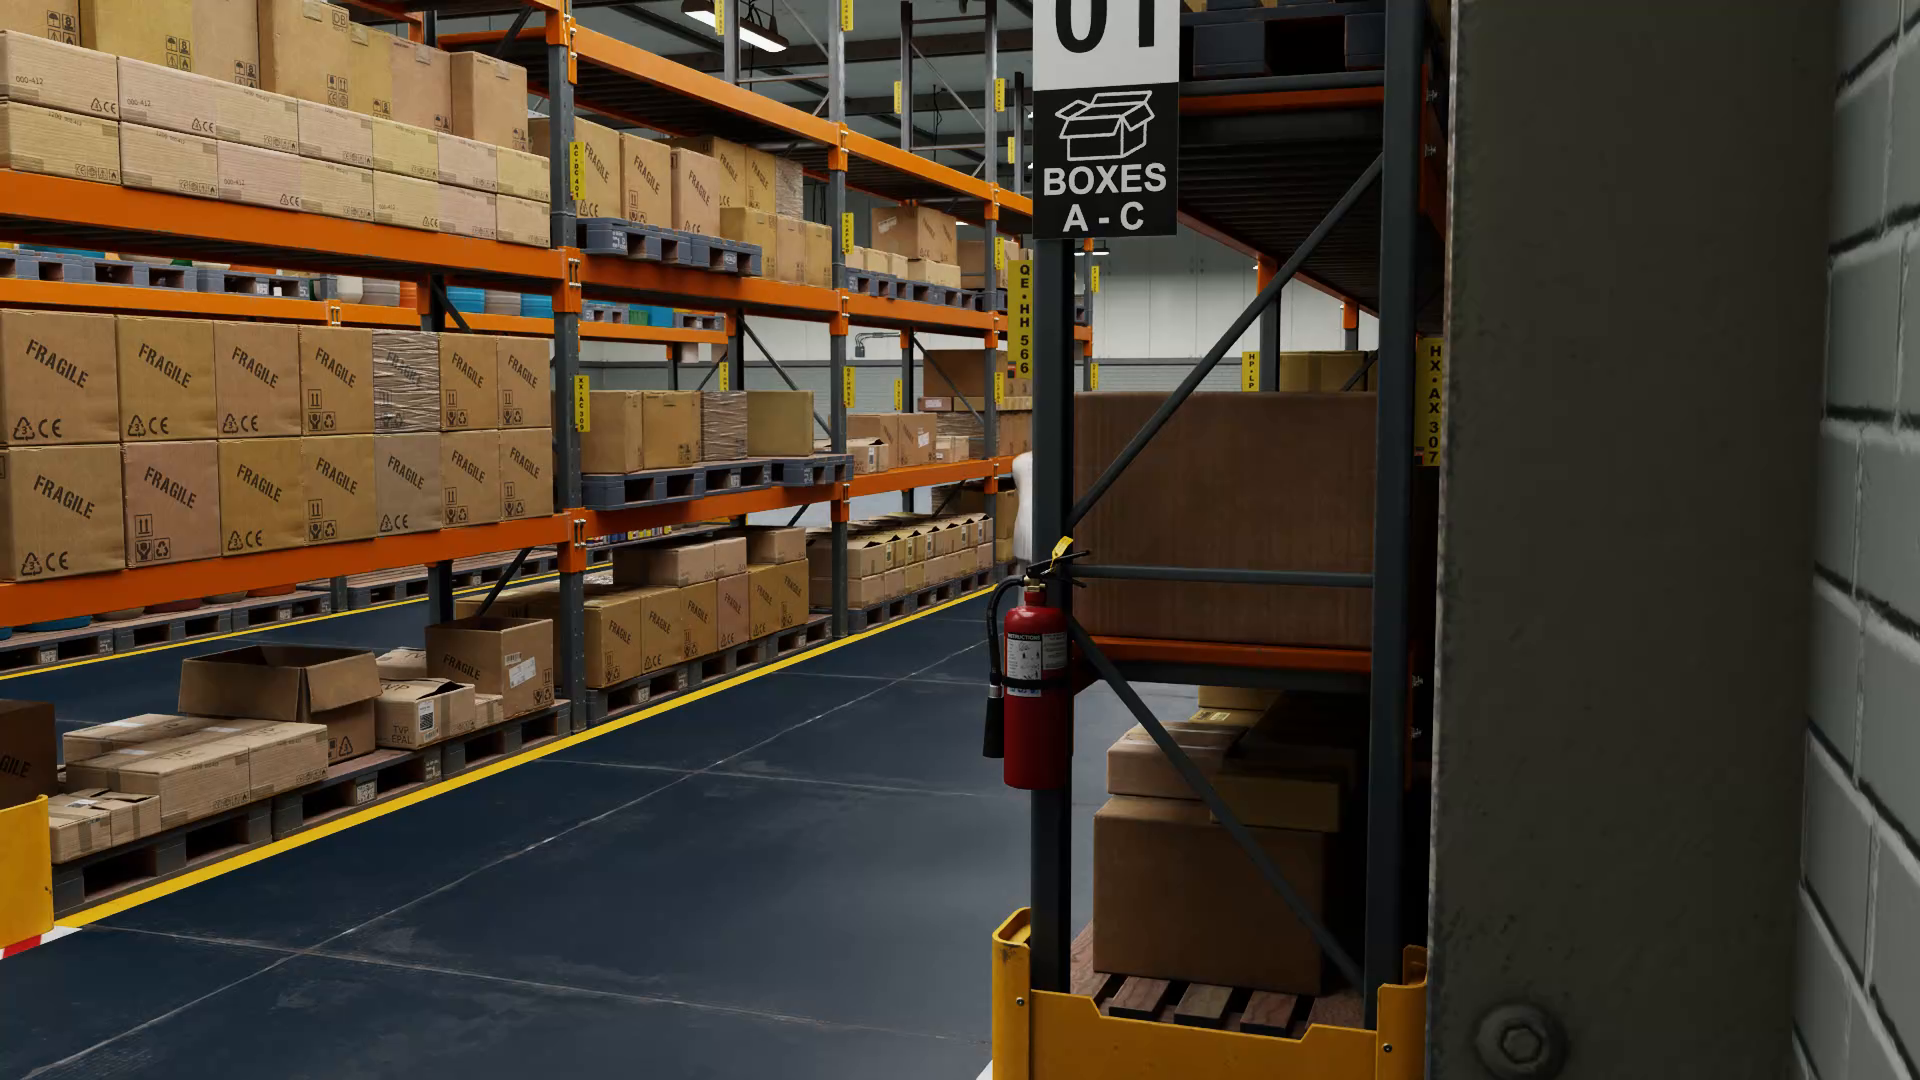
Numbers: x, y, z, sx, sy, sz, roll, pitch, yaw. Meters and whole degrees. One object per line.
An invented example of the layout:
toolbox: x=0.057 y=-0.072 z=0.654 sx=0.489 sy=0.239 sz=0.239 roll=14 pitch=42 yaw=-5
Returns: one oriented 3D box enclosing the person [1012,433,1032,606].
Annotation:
person: x=0.699 y=-0.084 z=13.557 sx=0.532 sy=1.774 sz=0.574 roll=2 pitch=5 yaw=18
